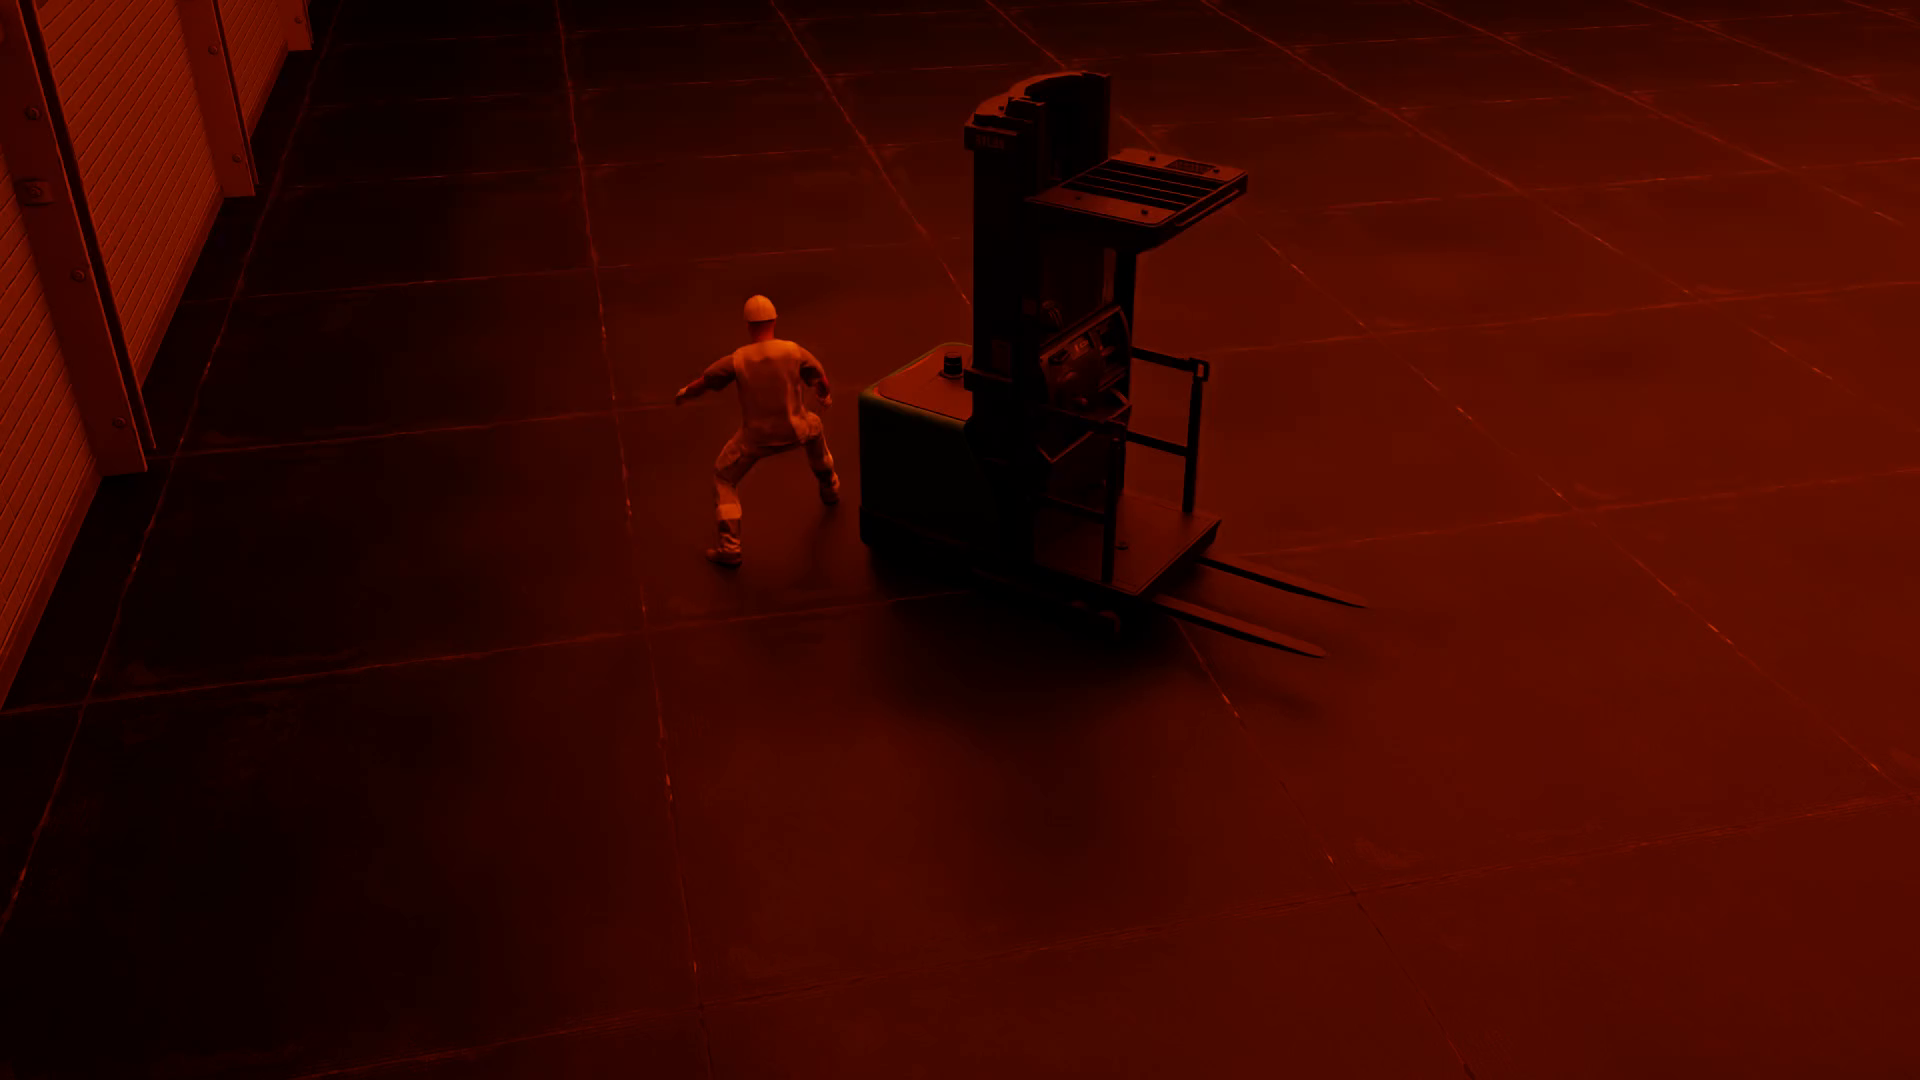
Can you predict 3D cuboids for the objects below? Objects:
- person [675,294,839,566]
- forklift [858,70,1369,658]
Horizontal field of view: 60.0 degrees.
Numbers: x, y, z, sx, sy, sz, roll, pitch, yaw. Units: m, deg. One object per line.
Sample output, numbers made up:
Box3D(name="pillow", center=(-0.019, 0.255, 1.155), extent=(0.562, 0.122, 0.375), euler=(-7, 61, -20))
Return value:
Box3D(name="person", center=(-1.218, -0.760, 10.256), extent=(1.024, 1.628, 0.923), euler=(-7, 31, -12))
Box3D(name="forklift", center=(0.885, -1.004, 9.309), extent=(3.031, 2.935, 1.130), euler=(19, 35, 29))
